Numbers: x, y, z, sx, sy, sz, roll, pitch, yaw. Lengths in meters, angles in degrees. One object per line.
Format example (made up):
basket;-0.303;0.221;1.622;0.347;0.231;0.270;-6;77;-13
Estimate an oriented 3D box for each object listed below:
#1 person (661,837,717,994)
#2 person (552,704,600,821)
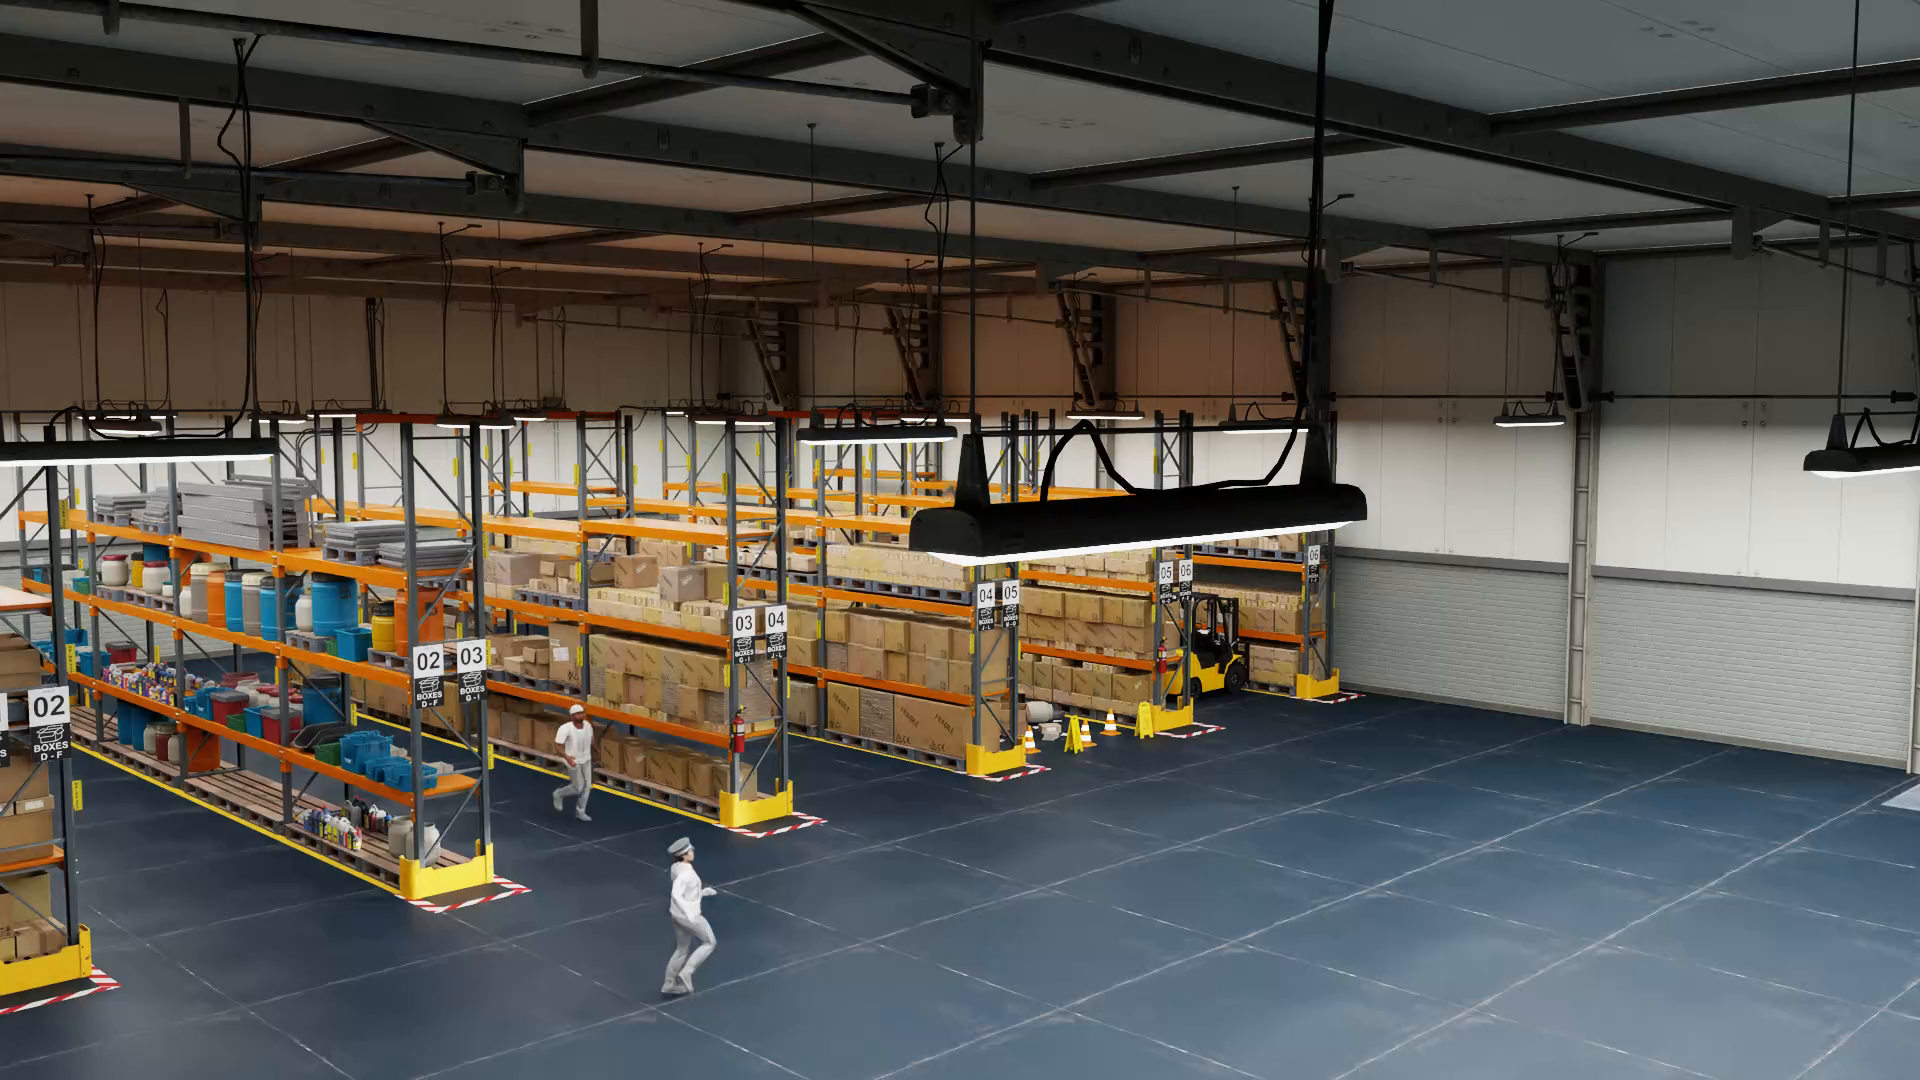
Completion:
person;-2.859;3.956;17.582;0.618;1.658;0.558;-3;6;-30
person;-5.757;3.312;24.935;0.662;1.741;0.698;4;6;39
